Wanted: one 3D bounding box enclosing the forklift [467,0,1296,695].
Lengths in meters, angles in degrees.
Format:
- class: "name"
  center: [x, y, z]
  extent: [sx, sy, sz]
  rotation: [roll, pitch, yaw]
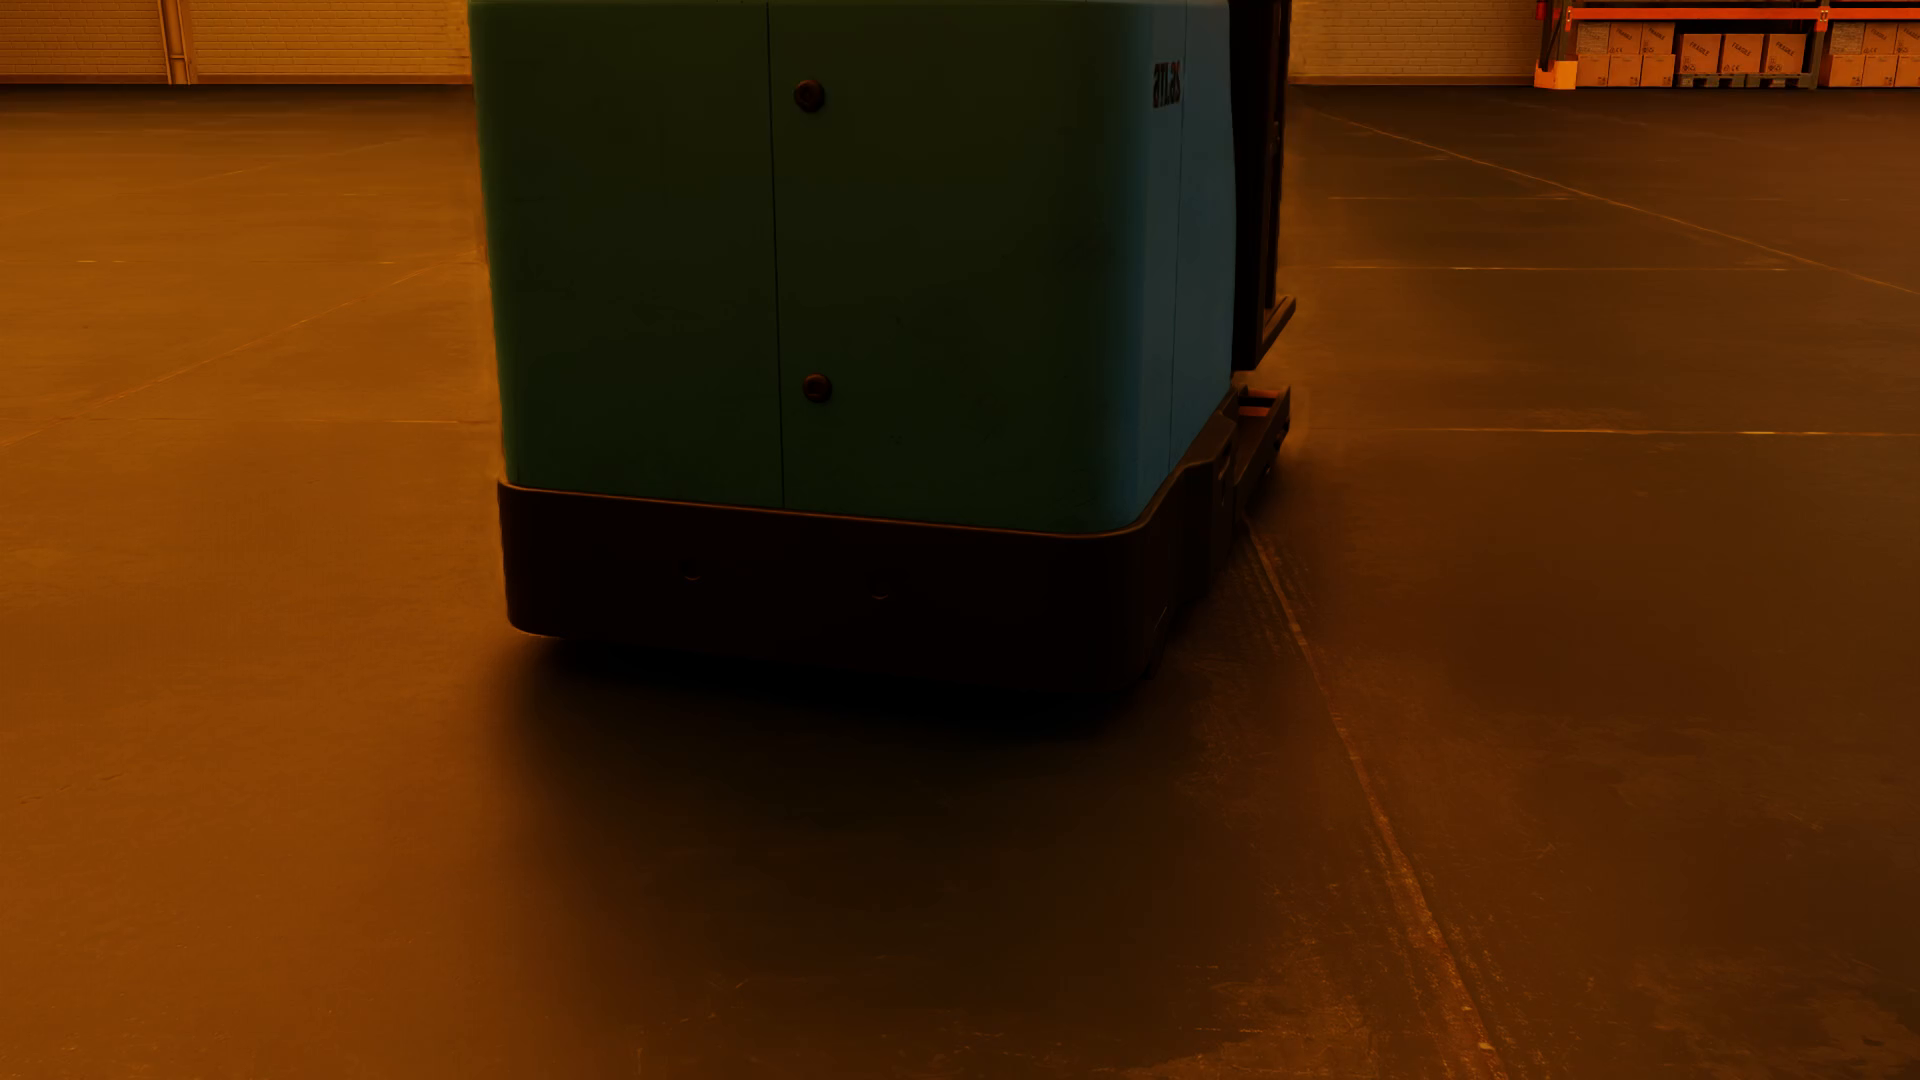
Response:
- class: "forklift"
  center: [0.174, -1.573, 3.495]
  extent: [1.130, 2.935, 3.031]
  rotation: [5, 18, 16]
